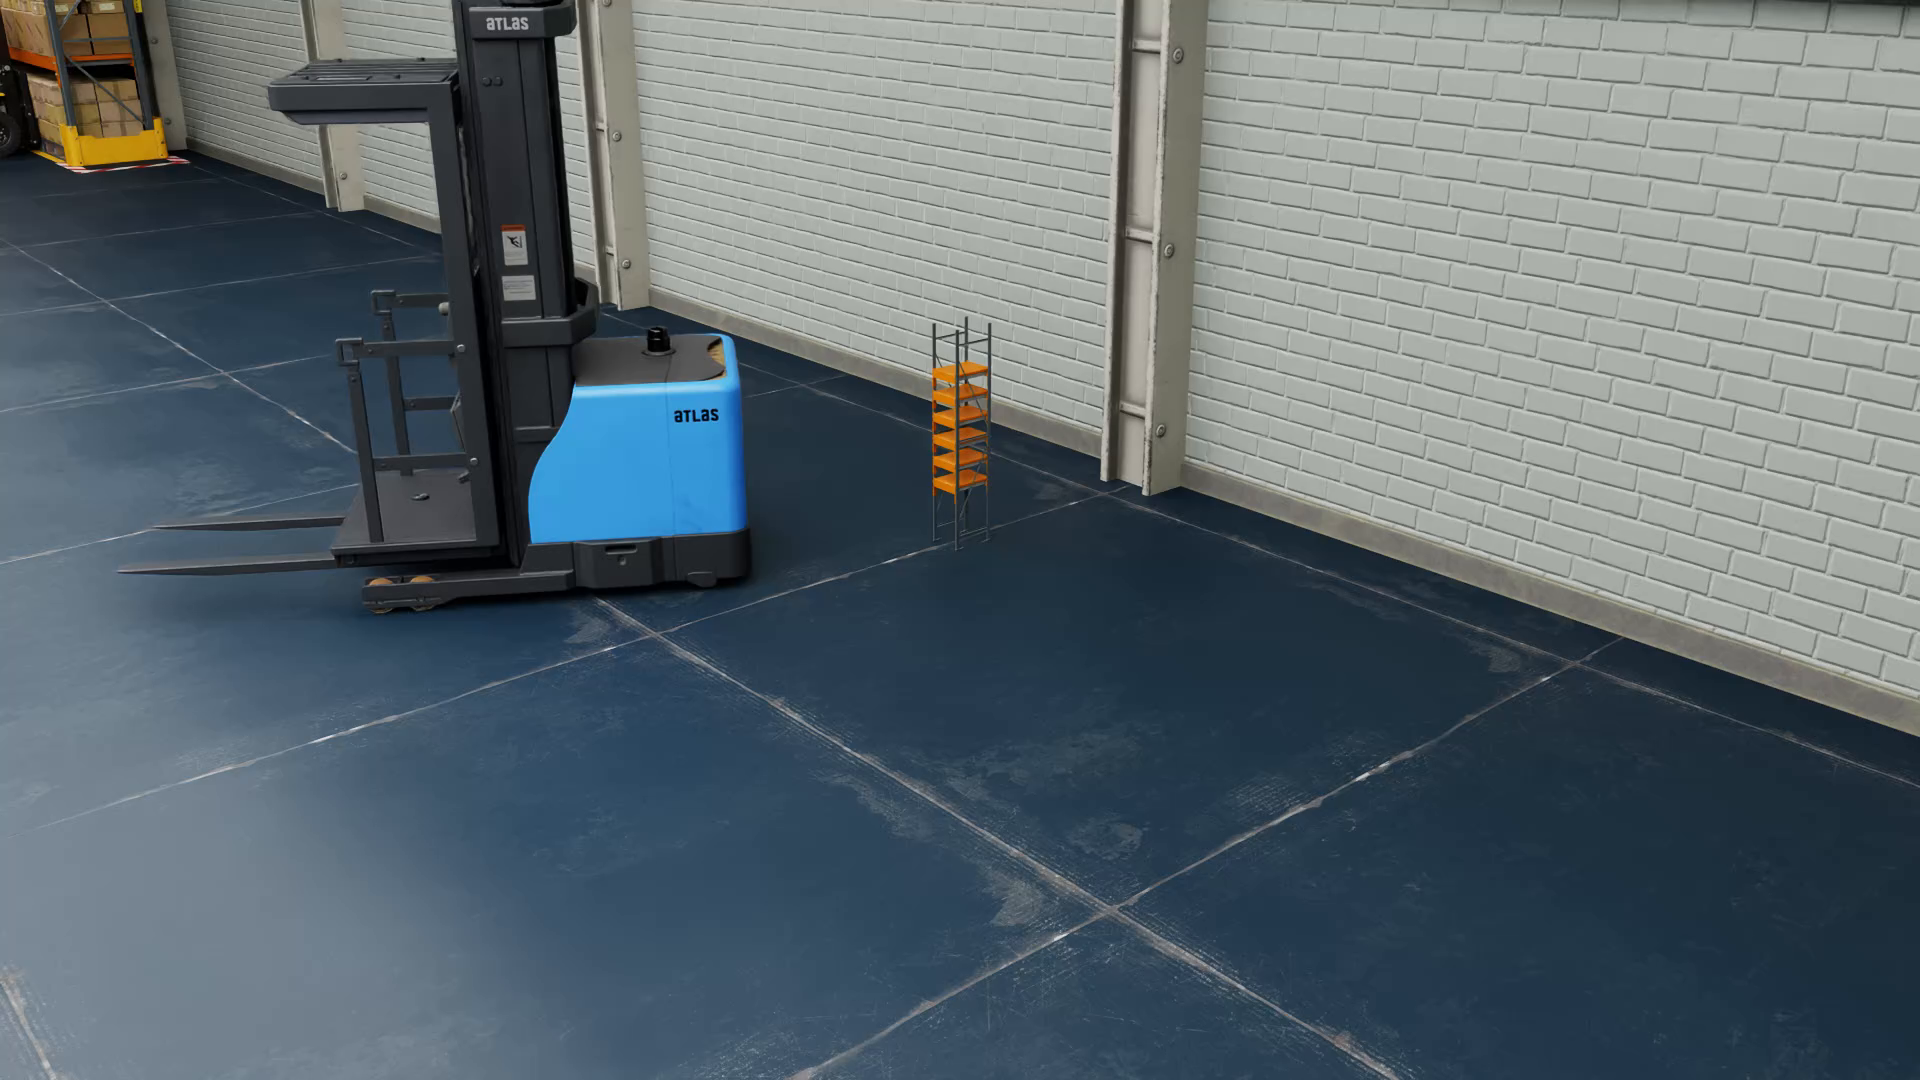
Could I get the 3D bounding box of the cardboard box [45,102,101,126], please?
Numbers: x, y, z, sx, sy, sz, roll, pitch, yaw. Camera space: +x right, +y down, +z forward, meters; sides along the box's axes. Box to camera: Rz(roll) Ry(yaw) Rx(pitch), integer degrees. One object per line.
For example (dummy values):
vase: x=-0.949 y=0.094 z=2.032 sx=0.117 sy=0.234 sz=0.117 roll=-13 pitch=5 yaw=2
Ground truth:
cardboard box: x=-11.455 y=-5.516 z=21.463 sx=0.500 sy=0.250 sz=0.500 roll=-18 pitch=28 yaw=-38

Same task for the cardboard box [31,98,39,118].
cardboard box: x=-12.127 y=-5.795 z=22.175 sx=0.500 sy=0.250 sz=0.500 roll=-18 pitch=28 yaw=-39

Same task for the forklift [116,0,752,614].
forklift: x=-2.615 y=-1.215 z=8.068 sx=3.031 sy=2.935 sz=1.130 roll=-3 pitch=22 yaw=-9

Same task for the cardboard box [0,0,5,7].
cardboard box: x=-12.688 y=-7.250 z=22.356 sx=0.380 sy=0.149 sz=0.250 roll=-19 pitch=28 yaw=-39

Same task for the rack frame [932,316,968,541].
rack frame: x=-0.050 y=-0.580 z=8.820 sx=0.240 sy=1.200 sz=0.006 roll=-17 pitch=27 yaw=-37

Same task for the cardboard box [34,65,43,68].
cardboard box: x=-12.701 y=-6.567 z=23.462 sx=0.500 sy=0.250 sz=0.500 roll=-18 pitch=28 yaw=-38

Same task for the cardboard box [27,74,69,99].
cardboard box: x=-12.112 y=-6.018 z=22.060 sx=0.500 sy=0.250 sz=0.500 roll=-17 pitch=27 yaw=-37

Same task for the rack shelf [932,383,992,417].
rack shelf: x=0.009 y=-0.737 z=8.684 sx=0.258 sy=0.103 sz=0.180 roll=-17 pitch=27 yaw=-37

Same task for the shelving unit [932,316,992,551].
shelving unit: x=0.009 y=-0.555 z=8.755 sx=0.258 sy=1.200 sz=0.189 roll=-17 pitch=27 yaw=-37

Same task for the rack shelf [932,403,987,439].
rack shelf: x=0.009 y=-0.625 z=8.727 sx=0.258 sy=0.103 sz=0.180 roll=-17 pitch=27 yaw=-37

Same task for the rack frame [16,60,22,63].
rack frame: x=-13.511 y=-7.413 z=23.797 sx=1.000 sy=3.000 sz=0.127 roll=-17 pitch=27 yaw=-37

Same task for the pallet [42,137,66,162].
pallet: x=-11.431 y=-5.211 z=21.998 sx=1.003 sy=0.211 sz=1.213 roll=-17 pitch=27 yaw=-37

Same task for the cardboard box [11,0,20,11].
cardboard box: x=-12.194 y=-7.034 z=21.804 sx=0.380 sy=0.149 sz=0.250 roll=-17 pitch=27 yaw=-37

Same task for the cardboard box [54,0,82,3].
cardboard box: x=-11.293 y=-6.844 z=20.910 sx=0.380 sy=0.149 sz=0.250 roll=-17 pitch=27 yaw=-37

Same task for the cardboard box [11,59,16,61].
cardboard box: x=-14.853 y=-7.068 z=25.596 sx=0.875 sy=0.625 sz=0.625 roll=-19 pitch=28 yaw=-40

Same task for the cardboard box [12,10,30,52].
cardboard box: x=-12.087 y=-6.715 z=21.878 sx=0.500 sy=0.500 sz=0.500 roll=-18 pitch=28 yaw=-38

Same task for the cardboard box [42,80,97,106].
cardboard box: x=-11.437 y=-5.742 z=21.354 sx=0.500 sy=0.250 sz=0.500 roll=-16 pitch=27 yaw=-36

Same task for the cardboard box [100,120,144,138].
cardboard box: x=-11.072 y=-5.405 z=21.866 sx=0.500 sy=0.250 sz=0.500 roll=-17 pitch=27 yaw=-37

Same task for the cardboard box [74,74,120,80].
cardboard box: x=-11.399 y=-6.004 z=22.023 sx=0.500 sy=0.250 sz=0.500 roll=-17 pitch=27 yaw=-37

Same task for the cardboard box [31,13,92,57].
cardboard box: x=-11.420 y=-6.428 z=21.145 sx=0.500 sy=0.500 sz=0.500 roll=-18 pitch=28 yaw=-39

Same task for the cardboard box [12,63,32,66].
cardboard box: x=-13.433 y=-6.585 z=23.508 sx=0.500 sy=0.250 sz=0.500 roll=-18 pitch=28 yaw=-38

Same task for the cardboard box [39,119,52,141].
cardboard box: x=-11.763 y=-5.417 z=21.897 sx=0.500 sy=0.250 sz=0.500 roll=-17 pitch=27 yaw=-37

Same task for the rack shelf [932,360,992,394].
rack shelf: x=0.009 y=-0.849 z=8.640 sx=0.258 sy=0.103 sz=0.180 roll=-17 pitch=27 yaw=-37

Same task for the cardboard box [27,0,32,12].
cardboard box: x=-11.804 y=-6.906 z=21.478 sx=0.380 sy=0.149 sz=0.250 roll=-18 pitch=27 yaw=-38

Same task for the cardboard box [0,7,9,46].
cardboard box: x=-12.735 y=-6.995 z=22.594 sx=0.500 sy=0.500 sz=0.500 roll=-18 pitch=28 yaw=-38

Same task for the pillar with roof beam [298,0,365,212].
pillar with roof beam: x=-10.017 y=-6.826 z=14.072 sx=9.100 sy=9.000 sz=0.400 roll=-17 pitch=27 yaw=-37

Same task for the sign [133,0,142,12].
sign: x=-10.476 y=-6.878 z=21.137 sx=0.100 sy=0.325 sz=0.005 roll=-17 pitch=27 yaw=-37

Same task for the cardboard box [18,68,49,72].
cardboard box: x=-12.773 y=-6.307 z=22.797 sx=0.500 sy=0.250 sz=0.500 roll=-16 pitch=27 yaw=-36

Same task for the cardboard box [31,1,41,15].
cardboard box: x=-11.528 y=-6.749 z=21.076 sx=0.380 sy=0.149 sz=0.250 roll=-17 pitch=27 yaw=-37

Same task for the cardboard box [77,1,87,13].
cardboard box: x=-11.134 y=-6.865 z=21.372 sx=0.380 sy=0.149 sz=0.250 roll=-17 pitch=27 yaw=-37

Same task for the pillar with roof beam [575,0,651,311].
pillar with roof beam: x=-6.100 y=-5.168 z=9.839 sx=9.100 sy=9.000 sz=0.400 roll=-17 pitch=27 yaw=-37

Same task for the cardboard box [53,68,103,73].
cardboard box: x=-12.047 y=-6.288 z=22.748 sx=0.500 sy=0.250 sz=0.500 roll=-18 pitch=28 yaw=-38

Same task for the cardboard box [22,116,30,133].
cardboard box: x=-12.439 y=-5.696 z=22.608 sx=0.500 sy=0.250 sz=0.500 roll=-16 pitch=27 yaw=-36

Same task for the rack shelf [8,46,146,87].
rack shelf: x=-12.205 y=-6.525 z=22.518 sx=1.077 sy=0.370 sz=4.000 roll=-17 pitch=27 yaw=-37
